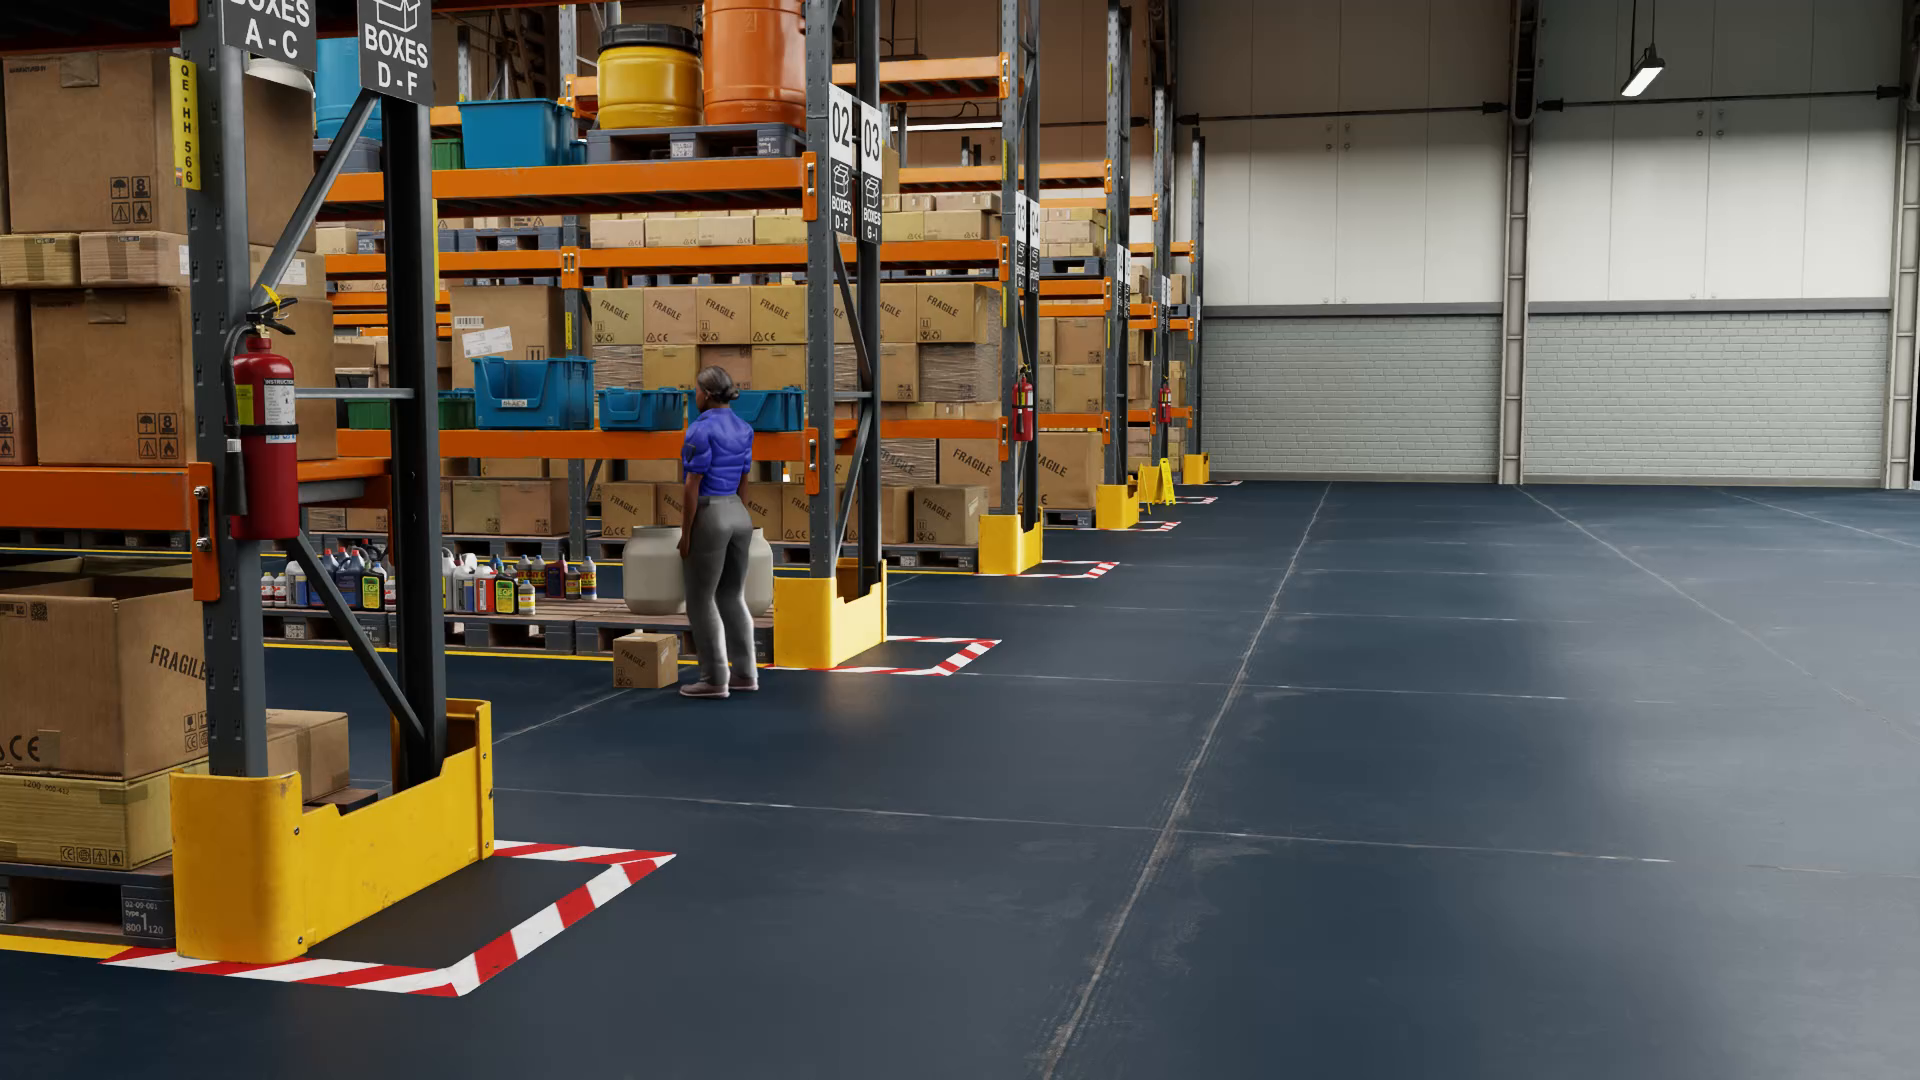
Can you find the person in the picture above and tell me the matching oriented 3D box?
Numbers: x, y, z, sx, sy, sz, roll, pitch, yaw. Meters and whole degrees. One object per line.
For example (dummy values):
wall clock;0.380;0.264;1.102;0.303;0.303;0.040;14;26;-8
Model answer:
person;-1.232;-0.043;8.328;0.311;1.656;0.437;3;6;35
